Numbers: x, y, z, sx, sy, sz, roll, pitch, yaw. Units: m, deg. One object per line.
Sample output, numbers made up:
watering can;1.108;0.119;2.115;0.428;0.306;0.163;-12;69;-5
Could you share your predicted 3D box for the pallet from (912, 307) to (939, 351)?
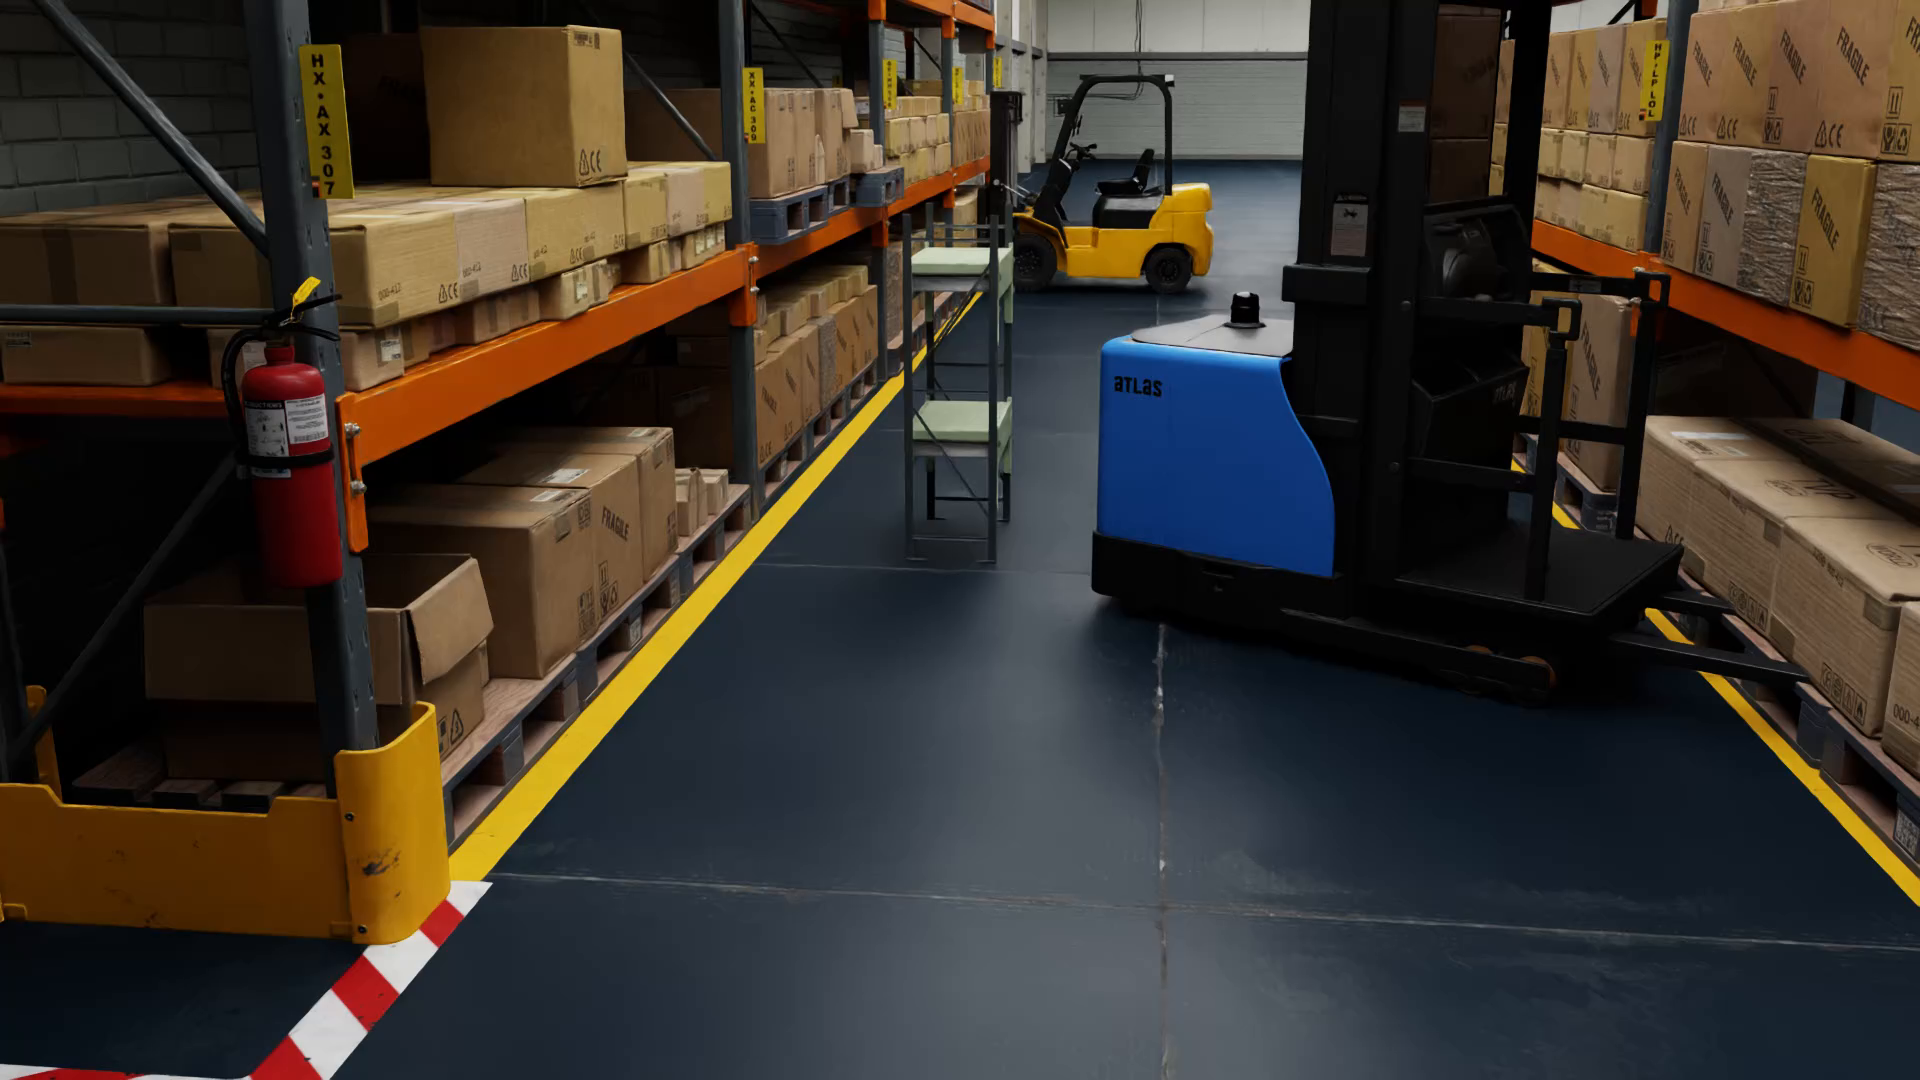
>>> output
pallet;-0.745;-1.763;13.777;1.003;0.211;1.213;2;15;6

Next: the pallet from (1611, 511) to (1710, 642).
pallet;3.300;0.143;6.730;1.003;0.211;1.213;2;15;6

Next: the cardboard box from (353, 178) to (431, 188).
cardboard box;-1.953;-1.102;5.709;0.500;0.250;0.500;2;15;6

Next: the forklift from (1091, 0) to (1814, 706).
forklift;2.004;-1.012;5.790;3.031;2.935;1.130;11;19;36

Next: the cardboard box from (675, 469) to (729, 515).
cardboard box;-1.240;-0.217;7.375;0.380;0.149;0.250;1;15;5

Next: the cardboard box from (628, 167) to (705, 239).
cardboard box;-1.325;-1.345;6.607;0.500;0.250;0.500;2;15;6

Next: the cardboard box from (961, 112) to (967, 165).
cardboard box;-0.214;-3.910;16.183;0.500;0.500;0.500;2;15;7

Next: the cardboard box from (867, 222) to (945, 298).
cardboard box;-0.614;-2.539;15.051;0.875;0.625;0.625;2;15;9

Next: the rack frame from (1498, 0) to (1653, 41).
rack frame;3.915;-2.436;10.924;1.000;3.000;0.127;2;15;6

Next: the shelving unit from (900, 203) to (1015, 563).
shelving unit;0.001;-0.726;7.473;0.431;1.500;0.755;2;15;6

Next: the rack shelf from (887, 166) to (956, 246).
rack shelf;-0.792;-2.752;13.473;1.077;0.370;4.000;2;15;6

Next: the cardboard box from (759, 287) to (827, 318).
cardboard box;-0.999;-1.412;9.877;0.380;0.149;0.250;1;15;4

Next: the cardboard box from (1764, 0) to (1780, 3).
cardboard box;3.082;-1.971;5.855;0.380;0.149;0.250;2;15;6

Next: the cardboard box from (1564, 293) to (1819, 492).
cardboard box;3.454;-0.739;7.913;0.875;0.875;0.875;2;15;8

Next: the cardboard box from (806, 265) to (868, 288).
cardboard box;-0.821;-1.755;11.146;0.380;0.149;0.250;1;15;4

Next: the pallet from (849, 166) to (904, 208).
pallet;-1.024;-2.311;10.828;1.213;0.211;1.003;2;15;6

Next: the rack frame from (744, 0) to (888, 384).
rack frame;-1.017;-2.581;11.461;1.000;3.000;0.127;2;15;6

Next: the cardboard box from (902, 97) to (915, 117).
cardboard box;-0.553;-3.351;12.876;0.380;0.149;0.250;2;15;7

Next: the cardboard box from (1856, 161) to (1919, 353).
cardboard box;2.924;-0.805;4.703;0.500;0.500;0.500;2;15;8

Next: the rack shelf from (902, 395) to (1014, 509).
rack shelf;0.001;-0.411;7.558;0.431;0.370;0.720;2;15;6

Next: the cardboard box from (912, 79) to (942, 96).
cardboard box;-0.235;-4.197;15.434;0.380;0.149;0.250;2;15;7

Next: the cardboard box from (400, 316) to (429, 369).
cardboard box;-1.627;-0.529;4.354;0.380;0.149;0.250;2;15;8

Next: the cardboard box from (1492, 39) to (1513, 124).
cardboard box;3.617;-2.846;10.334;0.500;0.500;0.500;1;15;4

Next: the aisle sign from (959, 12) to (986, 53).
aisle sign;0.185;-5.919;18.826;0.394;0.787;0.004;2;15;6

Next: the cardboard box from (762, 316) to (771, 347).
cardboard box;-1.192;-1.079;8.647;0.380;0.149;0.250;1;15;3

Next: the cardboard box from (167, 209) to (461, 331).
cardboard box;-1.601;-0.687;4.174;0.500;0.250;0.500;2;15;7

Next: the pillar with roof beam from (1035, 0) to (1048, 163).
pillar with roof beam;6.574;-15.052;46.087;9.100;9.000;0.400;2;15;6

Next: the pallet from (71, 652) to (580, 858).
pallet;-1.822;0.614;4.989;1.003;0.211;1.213;2;15;6

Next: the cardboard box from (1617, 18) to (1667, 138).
cardboard box;3.265;-2.053;7.399;0.500;0.500;0.500;2;15;8

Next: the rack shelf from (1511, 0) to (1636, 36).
rack shelf;4.141;-4.055;12.544;1.077;0.370;4.000;2;15;6

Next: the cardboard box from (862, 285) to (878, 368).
cardboard box;-0.851;-1.461;11.303;0.500;0.500;0.500;2;15;8

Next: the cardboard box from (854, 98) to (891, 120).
cardboard box;-0.689;-3.016;11.637;0.380;0.149;0.250;2;15;8

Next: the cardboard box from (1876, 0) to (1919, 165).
cardboard box;2.919;-1.288;4.573;0.500;0.500;0.500;2;15;6

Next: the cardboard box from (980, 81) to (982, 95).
cardboard box;0.034;-4.795;17.644;0.380;0.149;0.250;2;15;8

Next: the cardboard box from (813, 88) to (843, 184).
cardboard box;-1.045;-2.251;9.245;0.700;0.500;0.500;2;15;6

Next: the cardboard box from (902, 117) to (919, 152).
cardboard box;-0.590;-3.123;12.794;0.500;0.250;0.500;1;15;5

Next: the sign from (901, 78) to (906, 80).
sign;-0.665;-5.130;19.077;0.100;0.325;0.005;2;15;6

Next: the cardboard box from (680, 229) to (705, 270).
cardboard box;-1.267;-1.196;6.819;0.380;0.149;0.250;2;15;8

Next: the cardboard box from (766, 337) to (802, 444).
cardboard box;-1.140;-0.797;8.847;0.500;0.500;0.500;1;15;6

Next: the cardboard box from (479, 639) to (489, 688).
cardboard box;-1.670;0.402;5.084;0.380;0.149;0.250;1;15;4

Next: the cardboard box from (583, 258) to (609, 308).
cardboard box;-1.406;-0.864;5.590;0.380;0.149;0.250;2;15;8

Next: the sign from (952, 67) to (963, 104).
sign;-0.026;-4.126;15.107;0.100;0.325;0.005;2;15;6

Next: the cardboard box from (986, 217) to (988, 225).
cardboard box;0.037;-3.373;17.894;0.500;0.250;0.500;1;15;5

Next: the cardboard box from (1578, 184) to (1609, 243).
cardboard box;3.323;-1.582;8.053;0.500;0.250;0.500;1;15;5

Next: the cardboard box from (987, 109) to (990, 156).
cardboard box;0.091;-4.569;18.620;0.500;0.500;0.500;1;15;5

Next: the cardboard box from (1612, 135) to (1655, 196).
cardboard box;3.272;-1.689;7.491;0.500;0.250;0.500;2;15;6

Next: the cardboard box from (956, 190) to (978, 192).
cardboard box;0.045;-3.622;17.856;0.500;0.250;0.500;2;15;7

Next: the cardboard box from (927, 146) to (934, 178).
cardboard box;-0.500;-3.149;13.849;0.500;0.250;0.500;2;15;7
